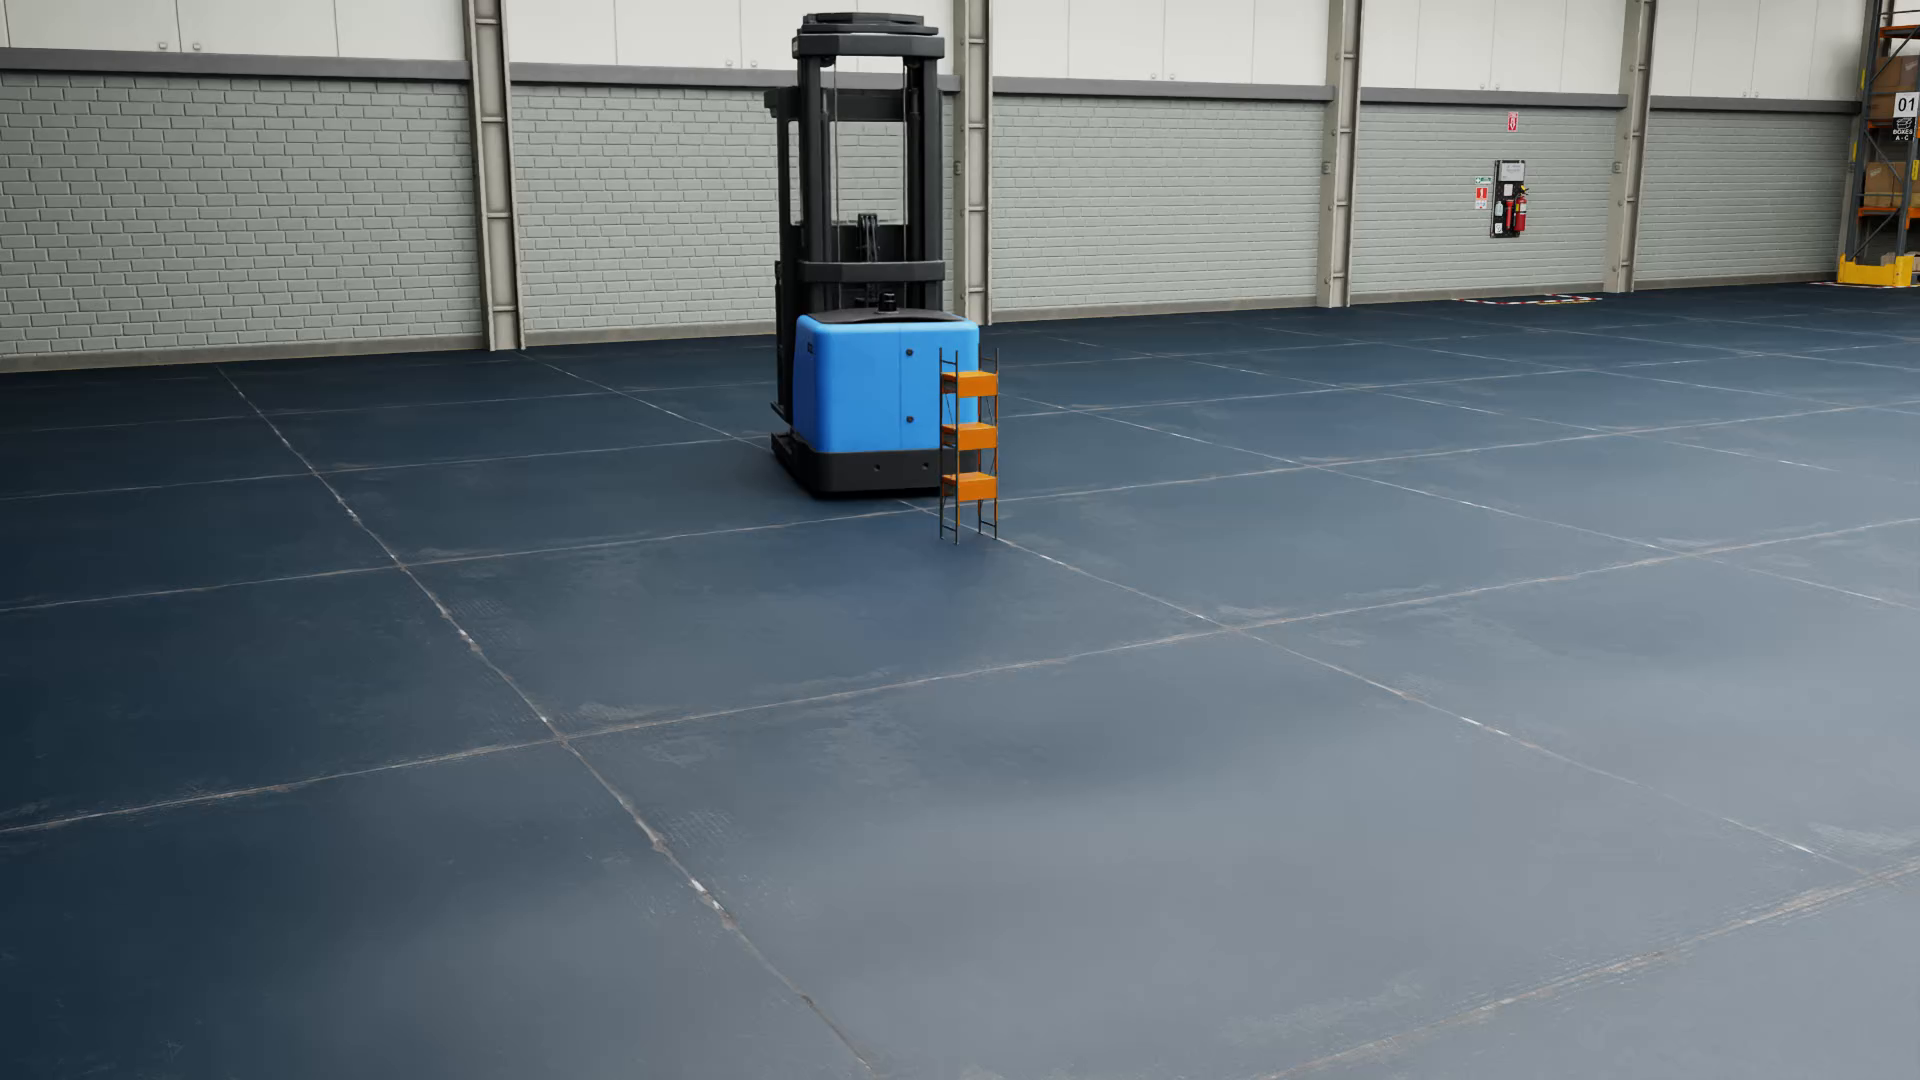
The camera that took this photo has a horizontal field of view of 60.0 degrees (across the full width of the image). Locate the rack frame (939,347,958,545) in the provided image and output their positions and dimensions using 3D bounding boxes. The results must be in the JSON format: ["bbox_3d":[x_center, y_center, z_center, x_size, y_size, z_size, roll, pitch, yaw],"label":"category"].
[{"bbox_3d":[-0.060,-0.505,8.962,0.008,1.050,0.200,-7,14,-28],"label":"rack frame"}]

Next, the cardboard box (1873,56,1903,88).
[{"bbox_3d":[16.015,-7.998,28.432,0.500,0.500,0.500,-6,14,-25],"label":"cardboard box"}]

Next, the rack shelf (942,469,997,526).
[{"bbox_3d":[0.047,-0.236,9.082,0.240,0.259,0.215,-7,14,-28],"label":"rack shelf"}]

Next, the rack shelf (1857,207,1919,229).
[{"bbox_3d":[17.517,-5.752,29.473,4.000,0.370,1.077,-7,14,-28],"label":"rack shelf"}]

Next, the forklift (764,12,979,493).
[{"bbox_3d":[-0.713,-1.995,11.300,1.130,2.935,3.031,-3,13,-13],"label":"forklift"}]

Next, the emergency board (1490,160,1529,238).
[{"bbox_3d":[8.508,-5.249,25.599,0.643,1.169,0.194,-7,14,-28],"label":"emergency board"}]

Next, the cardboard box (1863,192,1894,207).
[{"bbox_3d":[16.079,-5.915,28.857,0.500,0.250,0.500,-7,14,-27],"label":"cardboard box"}]

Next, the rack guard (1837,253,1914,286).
[{"bbox_3d":[15.829,-4.681,28.769,0.348,0.500,1.175,-7,14,-28],"label":"rack guard"}]

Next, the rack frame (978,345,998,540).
[{"bbox_3d":[0.154,-0.531,9.076,0.008,1.050,0.200,-7,14,-28],"label":"rack frame"}]

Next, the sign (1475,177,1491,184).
[{"bbox_3d":[7.982,-5.485,25.362,0.331,0.109,0.001,-7,14,-28],"label":"sign"}]

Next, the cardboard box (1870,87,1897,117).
[{"bbox_3d":[16.007,-7.507,28.528,0.500,0.500,0.500,-6,14,-24],"label":"cardboard box"}]

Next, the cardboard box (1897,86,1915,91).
[{"bbox_3d":[16.175,-7.401,28.058,0.500,0.500,0.500,-6,14,-26],"label":"cardboard box"}]

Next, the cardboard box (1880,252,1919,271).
[{"bbox_3d":[16.412,-4.850,28.952,0.500,0.311,0.500,-9,15,-34],"label":"cardboard box"}]

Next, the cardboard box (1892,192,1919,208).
[{"bbox_3d":[16.342,-5.819,28.429,0.500,0.250,0.500,-7,15,-29],"label":"cardboard box"}]

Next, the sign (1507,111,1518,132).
[{"bbox_3d":[8.453,-6.398,25.426,0.199,0.298,0.001,-7,14,-28],"label":"sign"}]

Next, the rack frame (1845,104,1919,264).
[{"bbox_3d":[15.762,-5.892,28.459,0.127,3.000,1.000,-7,14,-28],"label":"rack frame"}]

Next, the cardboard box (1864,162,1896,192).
[{"bbox_3d":[16.074,-6.285,28.793,0.500,0.500,0.500,-7,14,-28],"label":"cardboard box"}]

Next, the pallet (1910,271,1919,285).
[{"bbox_3d":[16.559,-4.618,29.150,1.213,0.211,1.003,-7,14,-28],"label":"pallet"}]

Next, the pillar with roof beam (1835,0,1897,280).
[{"bbox_3d":[18.025,-8.230,25.182,0.400,9.000,9.100,-7,14,-28],"label":"pillar with roof beam"}]

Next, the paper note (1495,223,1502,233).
[{"bbox_3d":[8.320,-4.814,25.672,0.142,0.148,0.016,-7,14,-28],"label":"paper note"}]

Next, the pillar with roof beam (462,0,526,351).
[{"bbox_3d":[-3.041,-5.705,13.963,0.400,9.000,9.100,-7,14,-28],"label":"pillar with roof beam"}]

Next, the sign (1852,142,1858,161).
[{"bbox_3d":[15.514,-6.720,28.782,0.005,0.325,0.100,-7,14,-28],"label":"sign"}]

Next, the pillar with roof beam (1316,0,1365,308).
[{"bbox_3d":[7.492,-6.967,19.572,0.400,9.000,9.100,-7,14,-28],"label":"pillar with roof beam"}]

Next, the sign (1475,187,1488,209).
[{"bbox_3d":[7.973,-5.228,25.425,0.234,0.329,0.001,-7,14,-28],"label":"sign"}]

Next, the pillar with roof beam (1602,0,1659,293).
[{"bbox_3d":[12.758,-7.598,22.377,0.400,9.000,9.100,-7,14,-28],"label":"pillar with roof beam"}]

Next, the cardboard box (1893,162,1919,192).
[{"bbox_3d":[16.325,-6.187,28.356,0.500,0.500,0.500,-7,14,-28],"label":"cardboard box"}]

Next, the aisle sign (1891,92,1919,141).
[{"bbox_3d":[15.843,-7.095,27.883,0.004,0.787,0.394,-7,14,-28],"label":"aisle sign"}]

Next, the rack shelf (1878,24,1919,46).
[{"bbox_3d":[17.517,-8.677,28.814,4.000,0.370,1.077,-7,14,-28],"label":"rack shelf"}]

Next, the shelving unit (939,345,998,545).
[{"bbox_3d":[0.047,-0.518,9.019,0.252,1.050,0.215,-7,14,-28],"label":"shelving unit"}]

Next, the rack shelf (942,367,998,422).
[{"bbox_3d":[0.047,-0.784,8.959,0.240,0.259,0.215,-7,14,-28],"label":"rack shelf"}]

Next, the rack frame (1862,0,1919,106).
[{"bbox_3d":[15.762,-8.819,27.800,0.127,3.000,1.000,-7,14,-28],"label":"rack frame"}]

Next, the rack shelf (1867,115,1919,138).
[{"bbox_3d":[17.517,-7.215,29.143,4.000,0.370,1.077,-7,14,-28],"label":"rack shelf"}]

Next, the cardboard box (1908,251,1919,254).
[{"bbox_3d":[16.913,-4.910,29.218,0.500,0.311,0.500,-6,14,-23],"label":"cardboard box"}]

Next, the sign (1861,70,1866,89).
[{"bbox_3d":[15.514,-7.897,28.517,0.005,0.325,0.100,-7,14,-28],"label":"sign"}]

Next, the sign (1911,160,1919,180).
[{"bbox_3d":[16.022,-6.210,27.899,0.005,0.325,0.100,-7,14,-28],"label":"sign"}]

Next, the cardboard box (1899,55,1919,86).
[{"bbox_3d":[16.216,-7.896,27.979,0.500,0.500,0.500,-8,15,-32],"label":"cardboard box"}]

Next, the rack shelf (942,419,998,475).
[{"bbox_3d":[0.047,-0.507,9.021,0.240,0.259,0.215,-7,14,-28],"label":"rack shelf"}]

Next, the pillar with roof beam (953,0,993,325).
[{"bbox_3d":[2.225,-6.336,16.767,0.400,9.000,9.100,-7,14,-28],"label":"pillar with roof beam"}]
